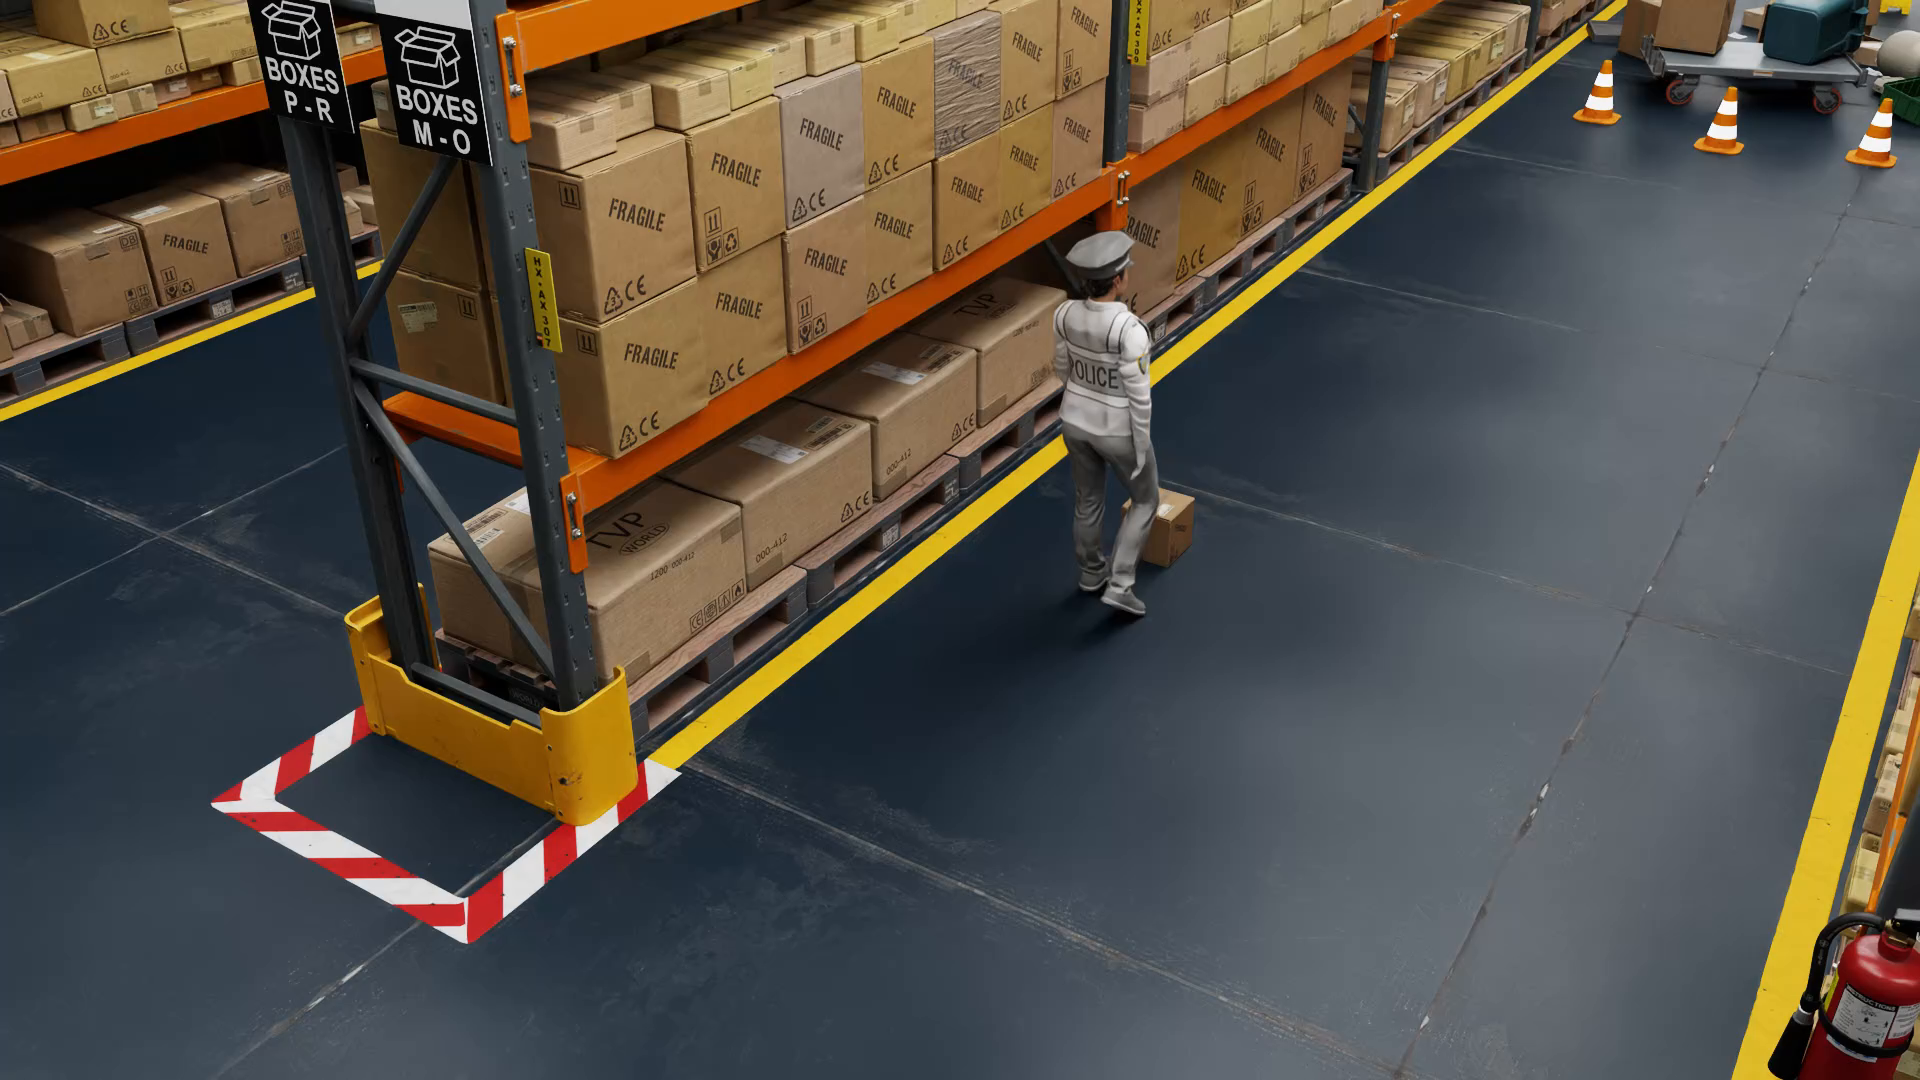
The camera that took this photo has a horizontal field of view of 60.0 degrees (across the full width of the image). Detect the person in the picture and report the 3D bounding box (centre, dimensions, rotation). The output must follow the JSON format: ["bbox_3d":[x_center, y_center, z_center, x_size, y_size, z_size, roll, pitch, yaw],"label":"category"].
[{"bbox_3d":[0.628,-0.467,6.901,0.504,1.715,0.479,21,37,32],"label":"person"}]
